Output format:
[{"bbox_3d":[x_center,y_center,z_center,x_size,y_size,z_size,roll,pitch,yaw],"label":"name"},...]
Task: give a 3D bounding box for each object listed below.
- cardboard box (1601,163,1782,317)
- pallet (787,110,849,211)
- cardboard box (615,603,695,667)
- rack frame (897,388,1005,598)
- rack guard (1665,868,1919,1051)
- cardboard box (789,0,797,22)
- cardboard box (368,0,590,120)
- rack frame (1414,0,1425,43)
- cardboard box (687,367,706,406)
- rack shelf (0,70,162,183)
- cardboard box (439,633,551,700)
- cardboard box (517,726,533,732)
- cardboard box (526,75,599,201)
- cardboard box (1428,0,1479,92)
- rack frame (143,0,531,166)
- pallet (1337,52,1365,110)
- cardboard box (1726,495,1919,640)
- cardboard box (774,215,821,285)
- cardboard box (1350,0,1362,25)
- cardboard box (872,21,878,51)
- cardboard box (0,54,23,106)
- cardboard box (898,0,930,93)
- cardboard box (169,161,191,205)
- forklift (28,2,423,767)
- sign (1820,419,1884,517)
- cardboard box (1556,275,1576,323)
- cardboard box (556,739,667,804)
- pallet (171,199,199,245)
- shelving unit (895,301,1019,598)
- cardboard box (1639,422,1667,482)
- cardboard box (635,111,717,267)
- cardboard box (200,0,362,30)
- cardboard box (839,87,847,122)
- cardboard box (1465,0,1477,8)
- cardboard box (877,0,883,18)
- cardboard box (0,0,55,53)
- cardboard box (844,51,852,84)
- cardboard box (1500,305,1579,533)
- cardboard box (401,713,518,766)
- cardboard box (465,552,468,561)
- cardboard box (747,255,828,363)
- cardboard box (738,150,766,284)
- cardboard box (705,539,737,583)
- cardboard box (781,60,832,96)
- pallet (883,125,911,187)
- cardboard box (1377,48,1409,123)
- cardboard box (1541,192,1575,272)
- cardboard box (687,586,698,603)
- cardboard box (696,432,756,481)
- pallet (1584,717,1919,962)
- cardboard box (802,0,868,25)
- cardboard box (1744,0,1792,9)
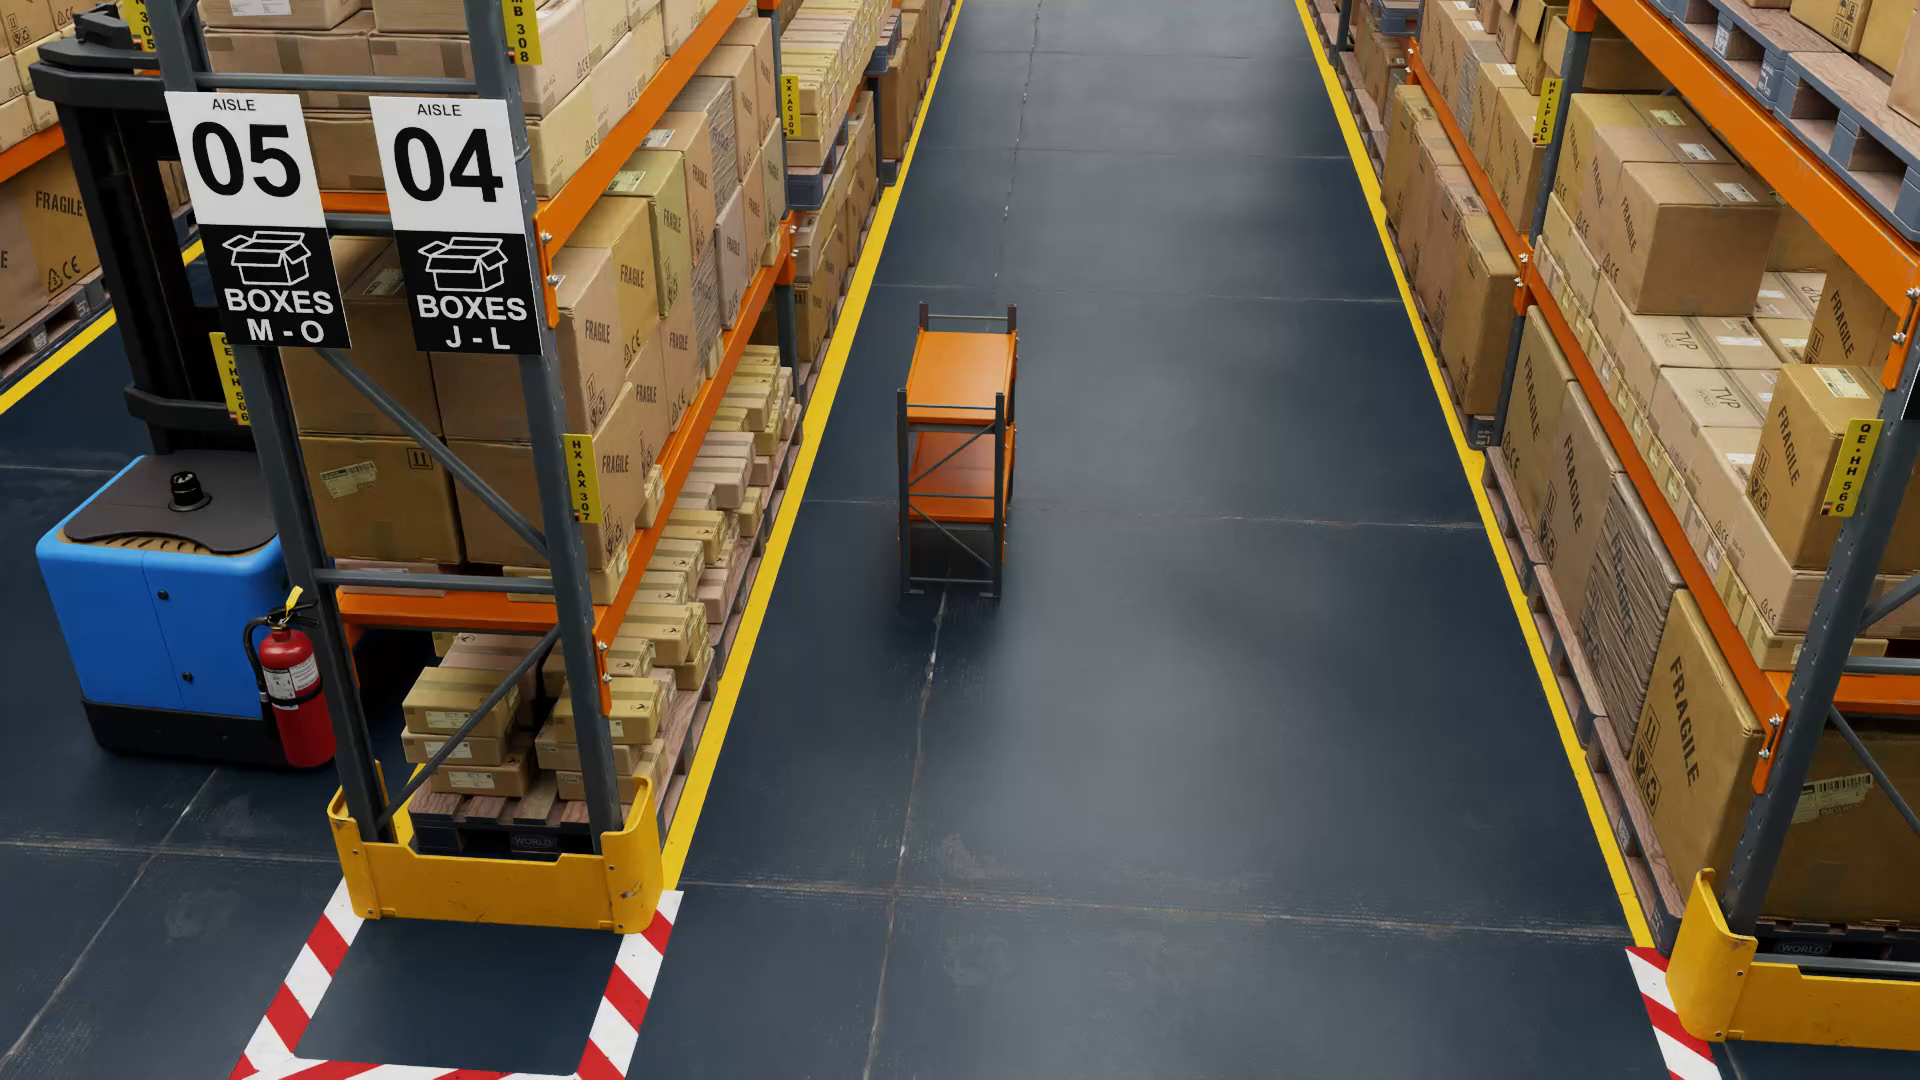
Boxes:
[{"bbox_3d":[3.118,-1.291,7.130,0.500,0.500,0.500,1,32,2],"label":"cardboard box"},{"bbox_3d":[-1.231,-2.254,9.732,1.003,0.211,1.213,2,32,4],"label":"pallet"},{"bbox_3d":[-1.332,0.396,6.999,0.380,0.149,0.250,2,32,4],"label":"cardboard box"},{"bbox_3d":[-0.042,-0.210,8.018,0.500,1.125,0.032,2,32,4],"label":"rack frame"},{"bbox_3d":[3.169,1.490,5.855,1.175,0.500,0.348,2,32,4],"label":"rack guard"},{"bbox_3d":[-1.372,-3.740,11.800,0.380,0.149,0.250,4,32,6],"label":"cardboard box"},{"bbox_3d":[-1.468,-1.501,5.133,0.500,0.250,0.500,3,32,5],"label":"cardboard box"},{"bbox_3d":[3.823,-3.769,12.008,1.000,3.000,0.127,2,32,4],"label":"rack frame"},{"bbox_3d":[-1.335,-0.717,7.294,0.380,0.149,0.250,4,32,6],"label":"cardboard box"},{"bbox_3d":[-6.217,-2.841,11.186,1.077,0.370,4.000,2,32,4],"label":"rack shelf"},{"bbox_3d":[-1.896,0.514,6.807,0.380,0.149,0.250,3,32,5],"label":"cardboard box"},{"bbox_3d":[-2.009,0.761,6.973,0.380,0.149,0.250,3,32,5],"label":"cardboard box"},{"bbox_3d":[-1.473,-1.288,5.265,0.500,0.250,0.500,4,32,6],"label":"cardboard box"},{"bbox_3d":[3.472,-3.300,11.150,0.500,0.500,0.500,2,32,3],"label":"cardboard box"},{"bbox_3d":[-1.764,-2.405,4.075,1.000,3.000,0.127,2,32,4],"label":"rack frame"},{"bbox_3d":[4.086,-4.267,15.472,1.003,0.211,1.213,2,32,4],"label":"pallet"},{"bbox_3d":[2.946,0.086,5.610,0.500,0.250,0.500,2,32,3],"label":"cardboard box"},{"bbox_3d":[-1.115,-1.752,10.001,0.500,0.250,0.500,1,32,2],"label":"cardboard box"},{"bbox_3d":[4.260,-5.483,16.770,0.500,0.500,0.500,13,34,19],"label":"cardboard box"},{"bbox_3d":[-0.761,-3.434,11.302,0.380,0.149,0.250,2,32,3],"label":"cardboard box"},{"bbox_3d":[-6.049,-2.742,10.007,0.500,0.250,0.500,3,32,5],"label":"cardboard box"},{"bbox_3d":[-0.830,-4.514,14.960,1.050,0.750,0.750,2,32,4],"label":"cardboard box"},{"bbox_3d":[-6.193,-3.109,12.561,0.875,0.875,0.875,2,32,4],"label":"cardboard box"},{"bbox_3d":[-3.026,-1.042,7.647,1.130,2.935,3.031,5,32,7],"label":"forklift"},{"bbox_3d":[2.632,-0.210,4.903,0.100,0.325,0.005,2,32,4],"label":"sign"},{"bbox_3d":[3.099,-1.155,8.005,0.380,0.149,0.250,3,32,6],"label":"cardboard box"},{"bbox_3d":[-1.402,0.924,6.709,0.380,0.149,0.250,3,32,5],"label":"cardboard box"},{"bbox_3d":[-6.194,-2.597,12.762,1.003,0.211,1.213,2,32,4],"label":"pallet"},{"bbox_3d":[-0.001,-0.475,8.449,0.538,1.125,1.048,2,32,4],"label":"shelving unit"},{"bbox_3d":[2.974,-0.349,6.697,0.380,0.149,0.250,3,32,4],"label":"cardboard box"},{"bbox_3d":[-1.326,-1.471,6.946,0.500,0.500,0.500,1,32,2],"label":"cardboard box"},{"bbox_3d":[-2.030,-1.633,4.968,0.380,0.149,0.250,2,32,4],"label":"cardboard box"},{"bbox_3d":[-0.885,-2.608,9.962,0.380,0.149,0.250,3,32,4],"label":"cardboard box"},{"bbox_3d":[3.747,-3.857,11.099,0.797,0.503,0.637,3,32,6],"label":"cardboard box"},{"bbox_3d":[-0.738,-3.678,11.414,0.380,0.149,0.250,3,32,5],"label":"cardboard box"},{"bbox_3d":[-6.001,-3.317,10.224,0.500,0.500,0.500,2,32,3],"label":"cardboard box"},{"bbox_3d":[-0.868,-2.875,10.112,0.380,0.149,0.250,4,32,6],"label":"cardboard box"},{"bbox_3d":[3.364,-0.610,8.506,0.875,0.875,0.875,2,32,4],"label":"cardboard box"},{"bbox_3d":[-2.005,0.769,6.676,0.380,0.149,0.250,2,32,3],"label":"cardboard box"},{"bbox_3d":[-1.961,-0.055,6.220,0.380,0.149,0.250,2,32,4],"label":"cardboard box"},{"bbox_3d":[-1.114,-1.432,10.197,0.500,0.500,0.500,4,32,6],"label":"cardboard box"},{"bbox_3d":[-1.240,-1.575,8.068,0.500,0.500,0.500,2,32,3],"label":"cardboard box"},{"bbox_3d":[-1.290,0.114,8.023,0.380,0.149,0.250,2,32,4],"label":"cardboard box"},{"bbox_3d":[-0.931,-2.600,9.382,0.380,0.149,0.250,3,32,5],"label":"cardboard box"},{"bbox_3d":[-0.973,-3.256,13.832,1.003,0.211,1.213,2,32,4],"label":"pallet"},{"bbox_3d":[3.929,-3.831,14.071,0.700,0.500,0.500,5,32,8],"label":"cardboard box"},{"bbox_3d":[3.198,-1.506,8.194,0.500,0.250,0.500,2,32,3],"label":"cardboard box"},{"bbox_3d":[-1.399,0.249,7.520,0.380,0.149,0.250,1,32,2],"label":"cardboard box"},{"bbox_3d":[-1.231,-0.420,8.323,0.380,0.149,0.250,1,32,2],"label":"cardboard box"},{"bbox_3d":[3.158,1.179,6.635,1.003,0.211,1.213,2,32,4],"label":"pallet"},{"bbox_3d":[-0.803,-3.407,10.692,0.380,0.149,0.250,4,32,6],"label":"cardboard box"},{"bbox_3d":[3.261,-2.259,6.106,0.700,0.500,0.500,4,32,6],"label":"cardboard box"}]
